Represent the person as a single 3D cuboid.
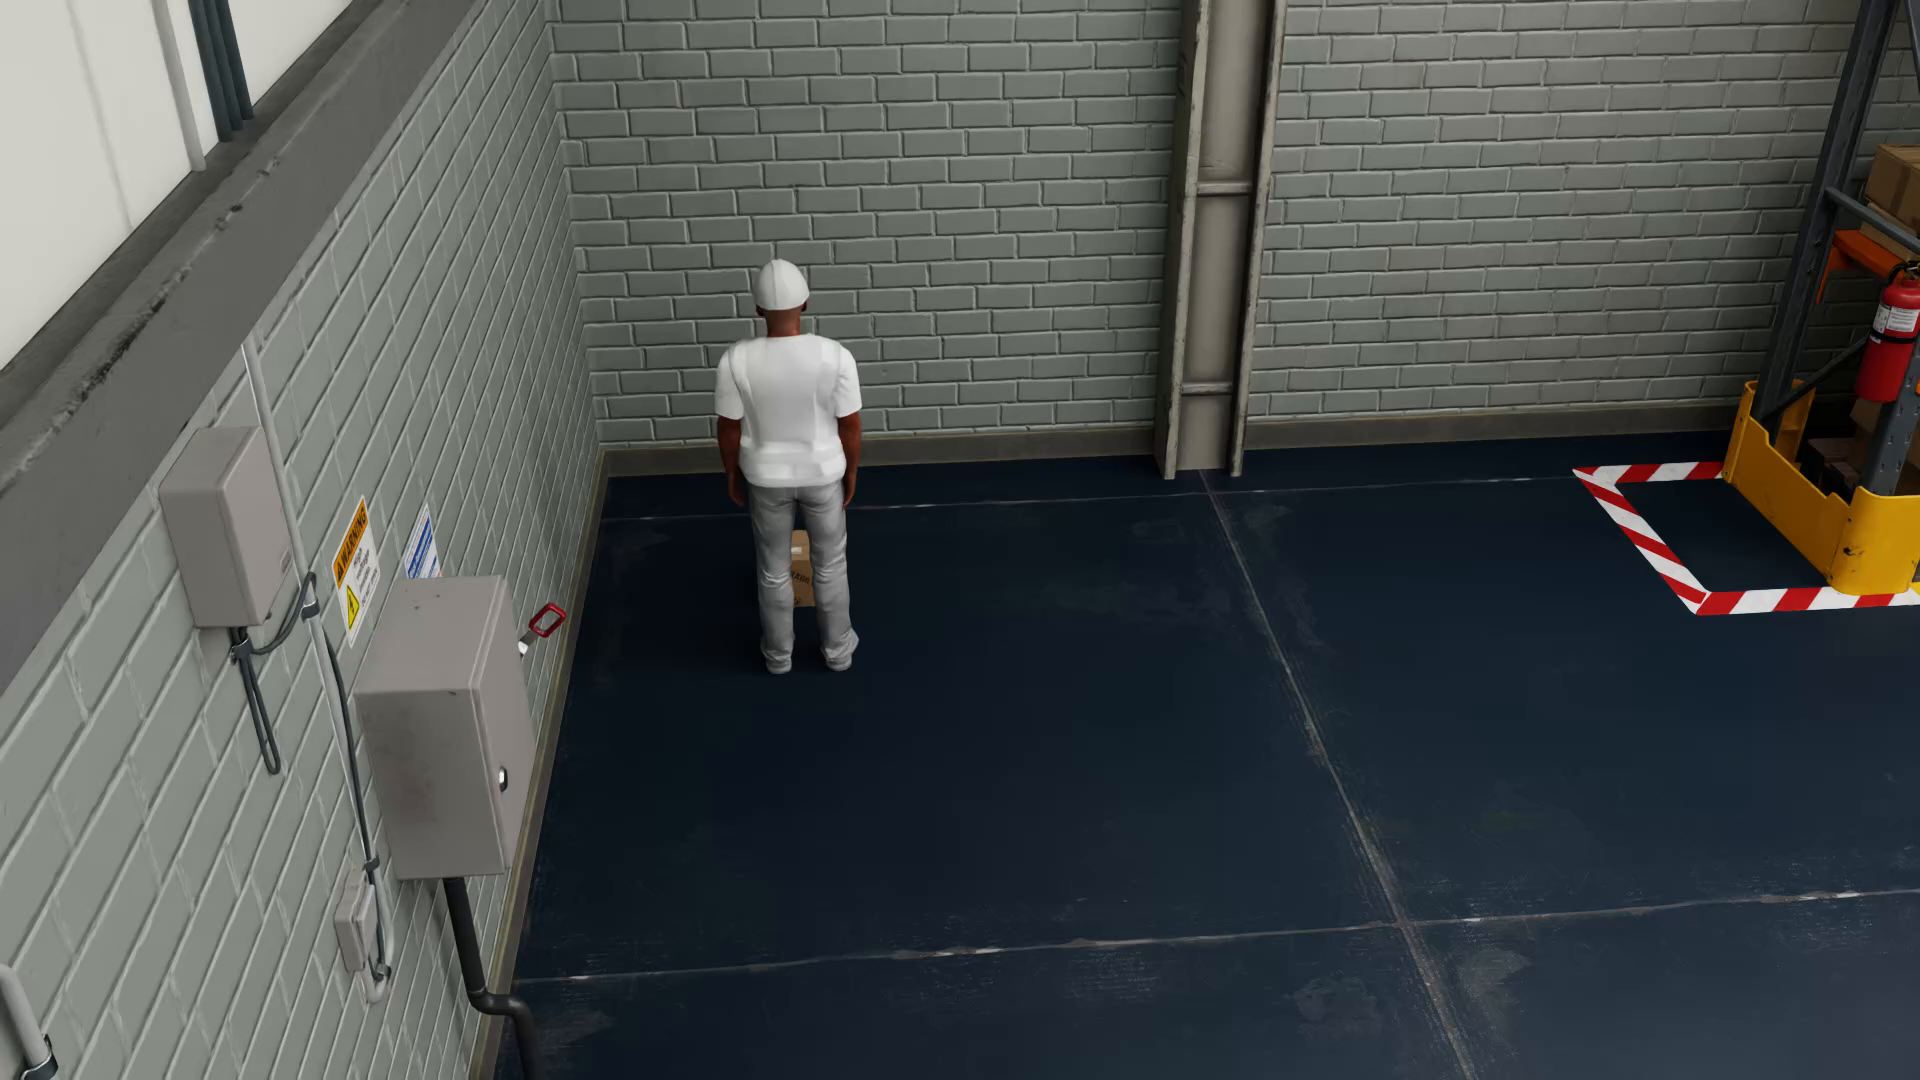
[{"bbox_3d":[-0.661,-0.268,6.557,0.563,1.764,0.353,-2,31,-3],"label":"person"}]
